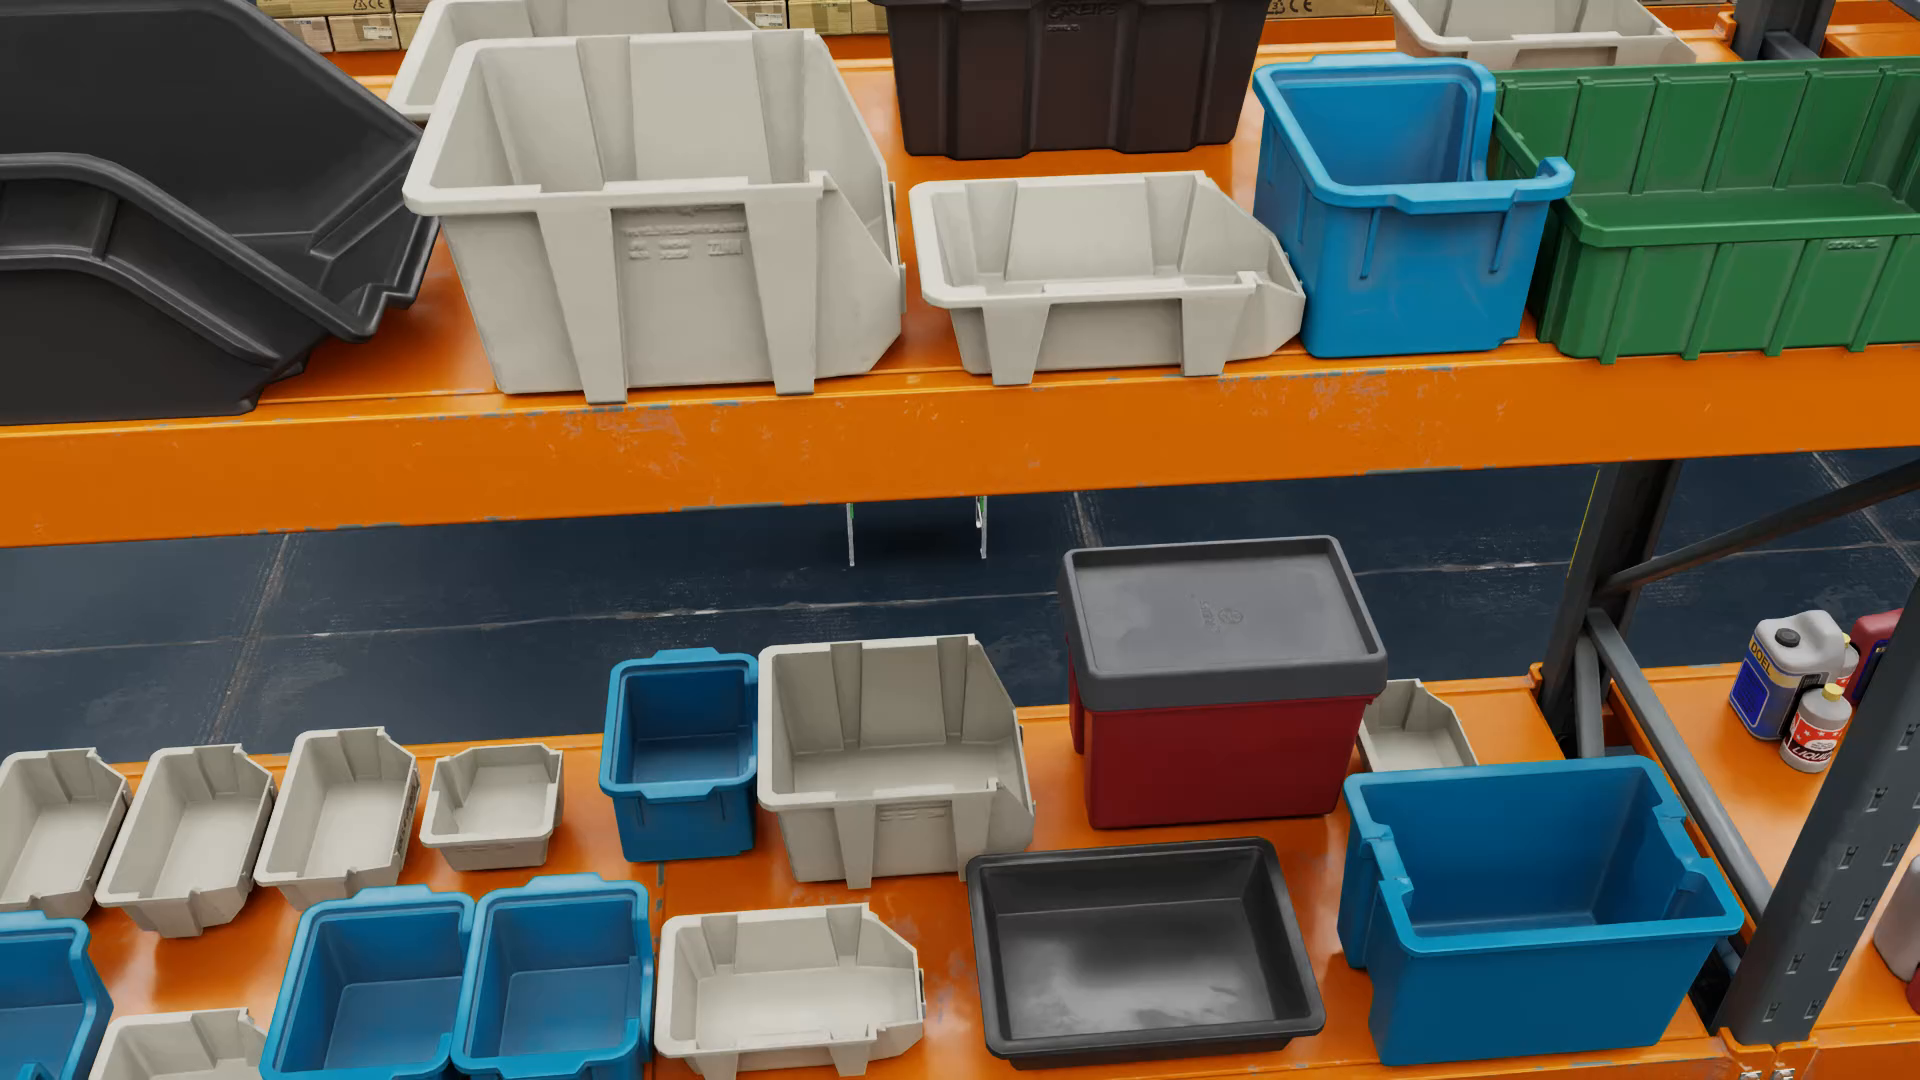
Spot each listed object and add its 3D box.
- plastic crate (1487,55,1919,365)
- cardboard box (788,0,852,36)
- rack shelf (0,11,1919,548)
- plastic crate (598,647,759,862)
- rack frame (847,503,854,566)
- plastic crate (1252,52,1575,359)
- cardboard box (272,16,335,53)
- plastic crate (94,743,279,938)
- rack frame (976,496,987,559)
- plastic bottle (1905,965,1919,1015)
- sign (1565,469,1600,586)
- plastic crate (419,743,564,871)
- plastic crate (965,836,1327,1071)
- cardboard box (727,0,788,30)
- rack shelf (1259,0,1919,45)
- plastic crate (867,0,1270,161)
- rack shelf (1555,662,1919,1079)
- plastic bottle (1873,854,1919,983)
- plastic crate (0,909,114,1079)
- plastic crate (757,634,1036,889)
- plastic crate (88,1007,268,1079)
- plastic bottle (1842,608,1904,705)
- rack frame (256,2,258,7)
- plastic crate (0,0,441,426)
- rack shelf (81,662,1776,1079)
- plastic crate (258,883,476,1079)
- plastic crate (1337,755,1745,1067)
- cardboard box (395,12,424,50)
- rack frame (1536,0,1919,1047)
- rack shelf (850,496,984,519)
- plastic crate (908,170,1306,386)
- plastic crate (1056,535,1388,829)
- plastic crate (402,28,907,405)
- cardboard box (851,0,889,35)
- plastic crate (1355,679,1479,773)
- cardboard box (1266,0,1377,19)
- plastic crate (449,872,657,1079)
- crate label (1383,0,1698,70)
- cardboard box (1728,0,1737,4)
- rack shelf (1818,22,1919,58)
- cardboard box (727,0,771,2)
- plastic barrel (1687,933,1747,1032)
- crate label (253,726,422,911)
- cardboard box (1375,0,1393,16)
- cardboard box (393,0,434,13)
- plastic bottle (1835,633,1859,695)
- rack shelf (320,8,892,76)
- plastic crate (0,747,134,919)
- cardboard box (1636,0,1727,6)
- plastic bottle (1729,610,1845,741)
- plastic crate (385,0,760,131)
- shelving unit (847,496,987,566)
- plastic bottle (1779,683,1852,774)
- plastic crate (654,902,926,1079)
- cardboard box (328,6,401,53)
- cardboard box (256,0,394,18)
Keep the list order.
[{"bbox_3d":[1.017,-0.431,2.124,0.662,0.188,0.450,-3,38,-4],"label":"plastic crate"},{"bbox_3d":[-0.581,-2.214,6.837,0.250,0.149,0.380,-4,38,-5],"label":"cardboard box"},{"bbox_3d":[-0.580,-0.332,2.408,4.000,0.370,1.077,-3,38,-4],"label":"rack shelf"},{"bbox_3d":[-0.549,0.444,3.352,0.300,0.233,0.416,-3,38,-4],"label":"plastic crate"},{"bbox_3d":[-0.408,-0.449,5.850,0.015,1.200,0.240,-3,38,-4],"label":"rack frame"},{"bbox_3d":[0.534,-0.411,2.063,0.300,0.233,0.416,-3,38,-4],"label":"plastic crate"},{"bbox_3d":[-2.628,-2.100,6.693,0.250,0.149,0.380,-3,38,-3],"label":"cardboard box"},{"bbox_3d":[-1.486,0.590,3.246,0.243,0.136,0.396,-3,38,-4],"label":"plastic crate"},{"bbox_3d":[0.078,-0.475,5.884,0.015,1.200,0.240,-3,38,-4],"label":"rack frame"},{"bbox_3d":[1.815,0.743,2.981,0.133,0.283,0.061,-3,38,-4],"label":"plastic bottle"},{"bbox_3d":[1.365,0.005,3.598,0.005,0.325,0.100,-3,38,-4],"label":"sign"},{"bbox_3d":[-0.917,0.532,3.319,0.250,0.136,0.298,-3,38,-4],"label":"plastic crate"},{"bbox_3d":[0.321,0.765,3.032,0.590,0.125,0.437,-3,38,-4],"label":"plastic crate"},{"bbox_3d":[-0.835,-2.201,6.820,0.250,0.149,0.380,-3,38,-3],"label":"cardboard box"},{"bbox_3d":[2.966,-2.430,7.488,4.000,0.370,1.077,-3,38,-4],"label":"rack shelf"},{"bbox_3d":[0.151,-0.774,2.493,0.590,0.269,0.497,-3,38,-4],"label":"plastic crate"},{"bbox_3d":[3.404,0.626,3.615,4.000,0.370,1.077,-3,38,-4],"label":"rack shelf"},{"bbox_3d":[1.832,0.651,3.043,0.185,0.351,0.144,-3,38,-4],"label":"plastic bottle"},{"bbox_3d":[-1.641,0.869,2.814,0.300,0.233,0.416,-3,38,-4],"label":"plastic crate"},{"bbox_3d":[-0.125,0.447,3.309,0.530,0.282,0.437,-3,38,-4],"label":"plastic crate"},{"bbox_3d":[-1.294,0.939,2.803,0.298,0.136,0.250,-3,38,-4],"label":"plastic crate"},{"bbox_3d":[2.003,0.238,3.622,0.133,0.283,0.061,-3,38,-4],"label":"plastic bottle"},{"bbox_3d":[-3.011,-2.383,6.848,0.127,3.000,1.000,-3,38,-4],"label":"rack frame"},{"bbox_3d":[-1.026,-0.394,1.957,0.767,0.338,0.504,-3,38,-4],"label":"plastic crate"},{"bbox_3d":[-0.580,0.846,3.337,4.000,0.370,1.077,-3,38,-4],"label":"rack shelf"},{"bbox_3d":[-0.985,0.833,2.860,0.300,0.233,0.416,-3,38,-4],"label":"plastic crate"},{"bbox_3d":[0.977,0.672,2.941,0.575,0.384,0.392,-3,38,-4],"label":"plastic crate"},{"bbox_3d":[-2.117,-2.129,6.730,0.250,0.149,0.380,-4,38,-5],"label":"cardboard box"},{"bbox_3d":[1.412,0.454,3.253,0.127,3.000,1.000,-3,38,-4],"label":"rack frame"},{"bbox_3d":[-0.165,-0.223,6.055,0.480,0.148,0.258,-3,38,-4],"label":"rack shelf"},{"bbox_3d":[0.179,-0.316,2.020,0.466,0.136,0.293,-3,38,-4],"label":"plastic crate"},{"bbox_3d":[0.501,0.299,3.349,0.583,0.464,0.402,-3,38,-4],"label":"plastic crate"},{"bbox_3d":[-0.337,-0.389,1.996,0.530,0.282,0.437,-3,38,-4],"label":"plastic crate"},{"bbox_3d":[-0.326,-2.228,6.855,0.250,0.149,0.380,-2,38,-3],"label":"cardboard box"},{"bbox_3d":[0.936,0.471,3.396,0.243,0.136,0.396,-3,38,-4],"label":"plastic crate"},{"bbox_3d":[1.454,-2.513,6.932,0.500,0.500,0.500,-3,38,-4],"label":"cardboard box"},{"bbox_3d":[-0.687,0.816,2.881,0.300,0.233,0.416,-3,38,-4],"label":"plastic crate"},{"bbox_3d":[0.899,-0.772,2.598,0.466,0.136,0.293,-3,38,-4],"label":"crate label"},{"bbox_3d":[3.474,-2.627,7.077,0.500,0.500,0.500,-4,38,-5],"label":"cardboard box"},{"bbox_3d":[3.404,-0.551,2.686,4.000,0.370,1.077,-3,38,-4],"label":"rack shelf"},{"bbox_3d":[-0.971,-2.390,6.739,0.500,0.250,0.500,-4,38,-5],"label":"cardboard box"},{"bbox_3d":[1.956,1.093,3.798,0.708,0.901,0.600,-3,38,-4],"label":"plastic barrel"},{"bbox_3d":[-1.211,0.559,3.284,0.243,0.136,0.396,-3,38,-4],"label":"crate label"},{"bbox_3d":[1.955,-2.541,6.968,0.500,0.500,0.500,-3,38,-4],"label":"cardboard box"},{"bbox_3d":[-1.992,-2.333,6.666,0.500,0.250,0.500,-4,38,-5],"label":"cardboard box"},{"bbox_3d":[1.889,0.287,3.625,0.097,0.201,0.097,0,38,0],"label":"plastic bottle"},{"bbox_3d":[-1.019,-2.210,7.210,4.000,0.370,1.077,-3,38,-4],"label":"rack shelf"},{"bbox_3d":[-1.776,0.597,3.237,0.243,0.136,0.396,-3,38,-4],"label":"plastic crate"},{"bbox_3d":[2.967,-2.599,7.042,0.500,0.500,0.500,-2,38,-3],"label":"cardboard box"},{"bbox_3d":[1.776,0.281,3.572,0.135,0.276,0.152,-3,38,-4],"label":"plastic bottle"},{"bbox_3d":[-0.536,-0.667,2.466,0.530,0.136,0.437,-3,38,-4],"label":"plastic crate"},{"bbox_3d":[-0.165,-0.462,5.867,0.503,1.200,0.258,-3,38,-4],"label":"shelving unit"},{"bbox_3d":[1.806,0.387,3.499,0.097,0.201,0.097,0,38,0],"label":"plastic bottle"},{"bbox_3d":[-0.296,0.815,2.960,0.466,0.136,0.293,-3,38,-4],"label":"plastic crate"},{"bbox_3d":[-2.372,-2.115,6.712,0.250,0.149,0.380,-4,38,-5],"label":"cardboard box"},{"bbox_3d":[-2.509,-2.300,6.625,0.500,0.250,0.500,-4,38,-5],"label":"cardboard box"}]
